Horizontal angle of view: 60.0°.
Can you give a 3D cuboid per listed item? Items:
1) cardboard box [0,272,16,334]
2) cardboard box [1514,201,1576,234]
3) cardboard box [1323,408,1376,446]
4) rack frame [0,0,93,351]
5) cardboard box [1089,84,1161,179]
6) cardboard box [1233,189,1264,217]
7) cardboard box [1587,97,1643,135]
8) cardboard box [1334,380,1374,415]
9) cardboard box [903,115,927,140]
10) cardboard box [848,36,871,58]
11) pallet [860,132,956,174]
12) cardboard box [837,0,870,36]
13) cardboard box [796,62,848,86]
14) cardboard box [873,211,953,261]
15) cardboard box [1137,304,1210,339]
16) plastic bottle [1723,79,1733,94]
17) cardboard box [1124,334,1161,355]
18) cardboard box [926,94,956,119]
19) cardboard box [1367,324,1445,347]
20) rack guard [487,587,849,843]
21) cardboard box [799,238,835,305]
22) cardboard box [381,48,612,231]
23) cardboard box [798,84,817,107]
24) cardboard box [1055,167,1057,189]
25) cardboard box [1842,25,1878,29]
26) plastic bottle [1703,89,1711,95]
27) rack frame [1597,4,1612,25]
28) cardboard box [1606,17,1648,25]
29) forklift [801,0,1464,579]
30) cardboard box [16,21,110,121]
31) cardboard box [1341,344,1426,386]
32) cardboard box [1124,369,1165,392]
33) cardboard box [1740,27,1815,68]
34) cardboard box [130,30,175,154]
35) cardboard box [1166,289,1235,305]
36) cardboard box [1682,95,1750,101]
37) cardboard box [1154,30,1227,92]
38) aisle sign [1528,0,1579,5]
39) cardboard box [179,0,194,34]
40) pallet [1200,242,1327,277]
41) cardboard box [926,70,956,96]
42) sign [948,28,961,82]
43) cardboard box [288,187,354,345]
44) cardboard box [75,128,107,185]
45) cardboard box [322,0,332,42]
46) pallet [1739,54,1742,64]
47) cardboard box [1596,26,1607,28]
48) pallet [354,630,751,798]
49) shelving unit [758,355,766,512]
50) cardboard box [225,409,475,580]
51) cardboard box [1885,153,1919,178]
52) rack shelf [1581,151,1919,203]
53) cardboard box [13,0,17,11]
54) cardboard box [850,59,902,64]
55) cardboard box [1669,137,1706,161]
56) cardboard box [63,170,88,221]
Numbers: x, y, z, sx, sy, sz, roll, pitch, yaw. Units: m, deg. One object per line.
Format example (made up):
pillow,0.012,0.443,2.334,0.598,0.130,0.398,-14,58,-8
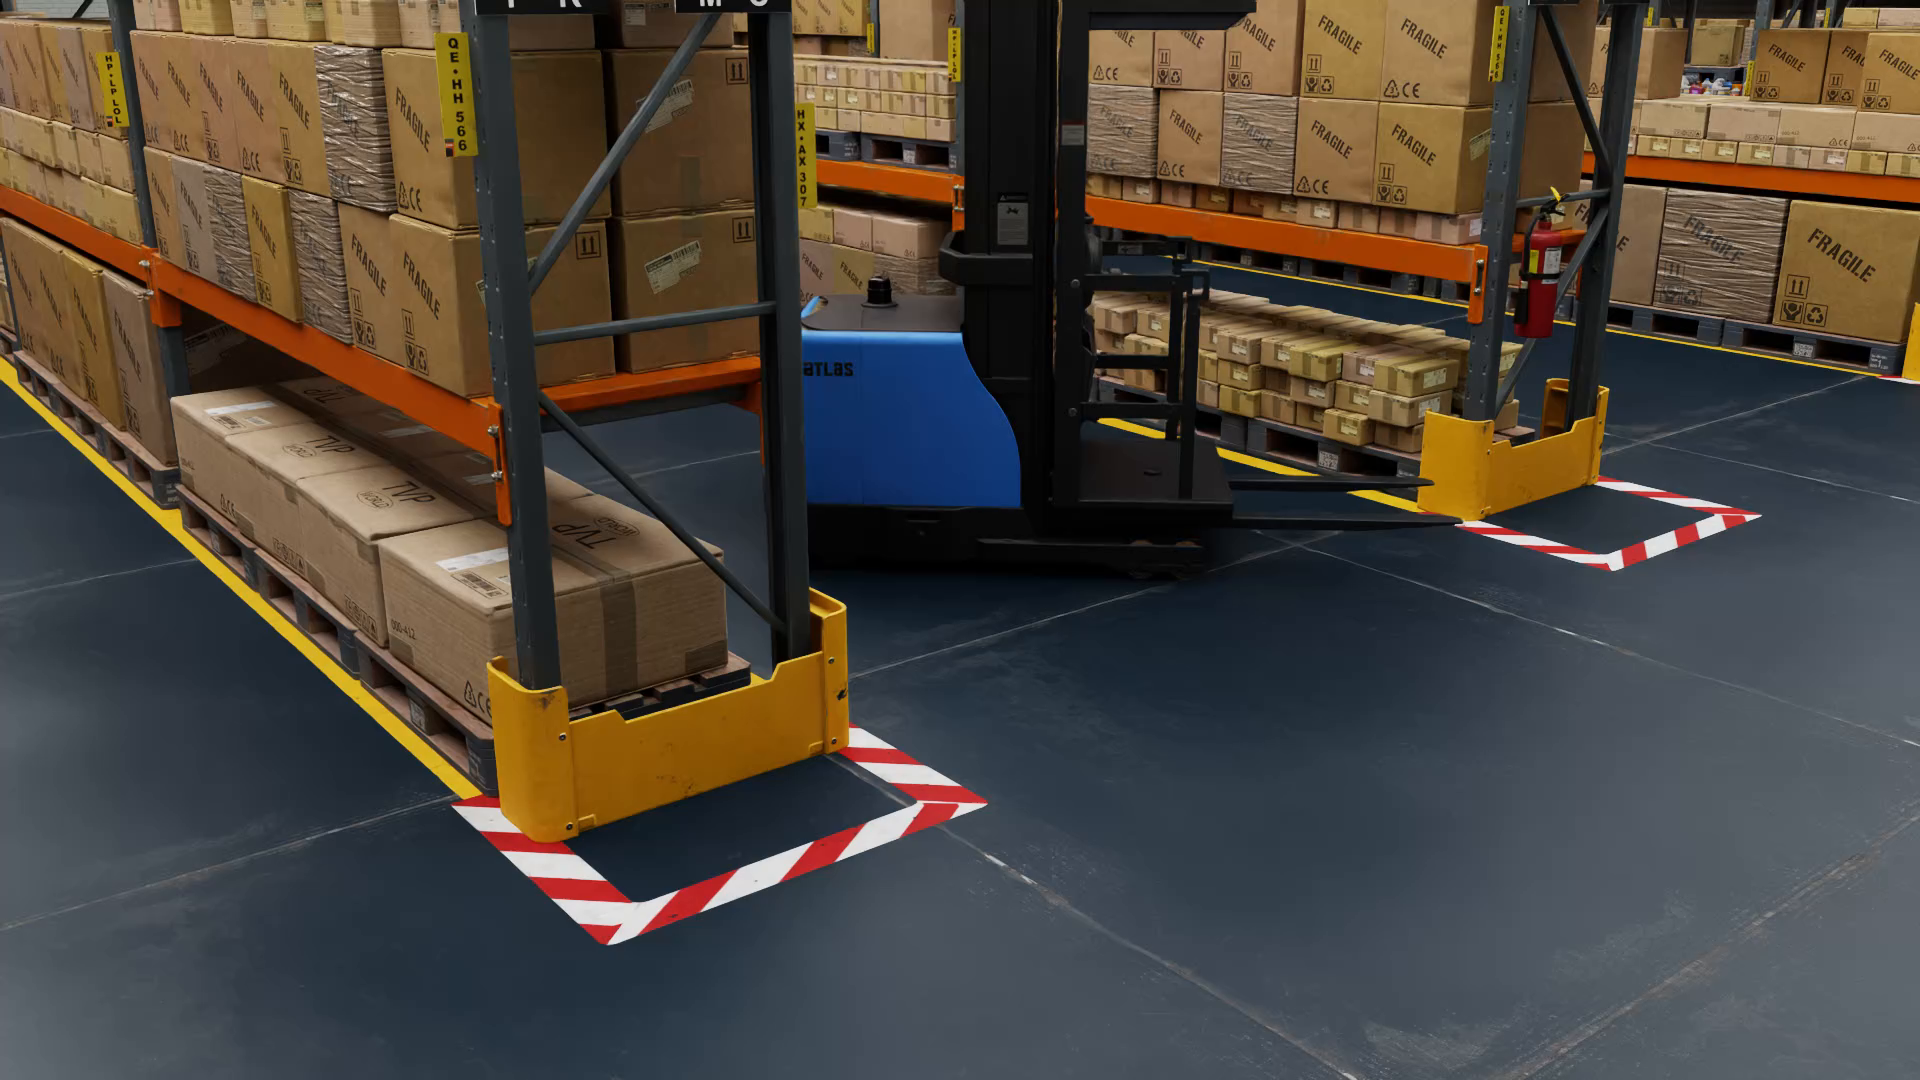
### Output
cardboard box,-6.245,-1.717,11.789,0.950,0.372,0.625,-16,24,-40
cardboard box,2.938,-1.668,8.529,0.380,0.149,0.250,-14,23,-37
cardboard box,2.153,-0.622,8.837,0.380,0.149,0.250,-13,22,-34
rack frame,-5.902,-2.624,11.015,1.000,3.000,0.127,-14,23,-36
cardboard box,1.106,-2.395,9.692,0.500,0.500,0.500,-15,23,-37
cardboard box,1.728,-1.884,9.181,0.380,0.149,0.250,-15,24,-38
cardboard box,5.067,-3.226,12.597,0.500,0.250,0.500,-13,23,-35
cardboard box,2.211,-0.780,8.841,0.380,0.149,0.250,-15,23,-37
cardboard box,-0.165,-2.833,11.377,0.380,0.149,0.250,-14,23,-36
cardboard box,-0.848,-5.855,20.142,0.875,0.500,0.500,-14,23,-36
pallet,0.038,-2.755,11.716,1.003,0.211,1.213,-14,23,-36
cardboard box,-1.113,-6.264,19.786,0.500,0.500,0.500,-14,23,-36
cardboard box,-0.980,-3.440,12.265,0.380,0.149,0.250,-14,23,-37
cardboard box,-0.262,-2.132,11.646,0.500,0.250,0.500,-15,23,-38
cardboard box,1.278,-1.311,9.970,0.380,0.149,0.250,-15,24,-38
plastic bottle,8.110,-4.733,17.590,0.097,0.271,0.097,0,18,0
cardboard box,1.205,-1.153,9.967,0.380,0.149,0.250,-14,23,-37
cardboard box,-0.003,-2.910,11.138,0.380,0.149,0.250,-13,22,-34
cardboard box,2.502,-1.099,9.331,0.380,0.149,0.250,-14,23,-36
rack guard,-0.920,0.540,5.437,1.175,0.500,0.348,-14,23,-36
cardboard box,-0.891,-2.029,12.527,0.500,0.500,0.500,-15,23,-37
cardboard box,-1.421,-1.247,5.107,0.500,0.500,0.500,-13,22,-34
cardboard box,-0.971,-3.295,12.301,0.380,0.149,0.250,-13,22,-34
cardboard box,0.744,-2.272,10.351,0.380,0.149,0.250,-15,24,-38
cardboard box,13.616,-7.487,25.037,0.500,0.500,0.500,-13,22,-35
plastic bottle,7.641,-4.502,17.003,0.097,0.201,0.097,0,18,0
rack frame,11.031,-8.444,28.592,1.000,3.000,0.127,-14,23,-36
cardboard box,11.321,-8.568,28.108,0.700,0.500,0.500,-14,23,-36
forklift,0.747,-1.391,7.399,3.031,2.935,1.130,1,18,3
cardboard box,-4.852,-2.601,9.196,0.500,0.500,0.500,-14,23,-35
cardboard box,2.244,-0.926,8.809,0.380,0.149,0.250,-13,23,-35
cardboard box,1.211,-1.011,10.012,0.380,0.149,0.250,-15,23,-38
cardboard box,10.532,-6.342,21.415,0.700,0.500,0.500,-9,20,-26
cardboard box,-3.313,-1.996,7.369,0.500,0.500,0.500,-14,23,-36
cardboard box,1.514,-1.478,10.475,0.380,0.149,0.250,-15,24,-39
cardboard box,5.782,-3.207,12.540,0.500,0.250,0.500,-15,23,-37
cardboard box,1.428,-2.752,9.180,0.500,0.500,0.500,-15,23,-38
aisle sign,2.693,-2.801,7.415,0.394,0.787,0.004,-14,23,-36
cardboard box,-2.956,-2.152,6.808,0.380,0.149,0.250,-14,23,-36
pallet,3.050,-2.725,15.756,1.003,0.211,1.213,-14,23,-36
cardboard box,-0.003,-3.053,11.095,0.380,0.149,0.250,-13,22,-34
sign,-0.034,-3.070,10.520,0.100,0.325,0.005,-14,23,-36
cardboard box,-2.069,-1.019,6.008,0.500,0.500,0.500,-13,22,-35
cardboard box,-4.199,-1.987,8.536,0.500,0.250,0.500,-13,23,-35
cardboard box,-1.949,-1.786,5.701,0.380,0.149,0.250,-14,23,-37
pallet,12.989,-7.522,26.113,1.213,0.211,1.003,-14,23,-36
cardboard box,4.746,-3.708,12.860,0.500,0.500,0.500,-14,23,-36
pallet,-1.493,0.489,6.049,1.003,0.211,1.213,-14,23,-36
shelving unit,-0.851,-0.597,8.234,0.210,0.900,0.258,3,19,9
cardboard box,-2.557,-0.225,7.179,0.875,0.438,0.875,-15,23,-38
cardboard box,6.354,-2.491,11.013,0.380,0.149,0.250,-13,23,-35
rack shelf,5.591,-2.738,12.504,1.077,0.370,4.000,-14,23,-36
cardboard box,-8.489,-4.424,14.227,0.700,0.500,0.500,-14,23,-37
cardboard box,-0.620,-3.627,12.830,0.380,0.149,0.250,-13,22,-34
cardboard box,5.405,-2.868,12.151,0.380,0.149,0.250,-13,23,-35
cardboard box,-4.509,-1.882,9.014,0.500,0.250,0.500,-15,23,-38
